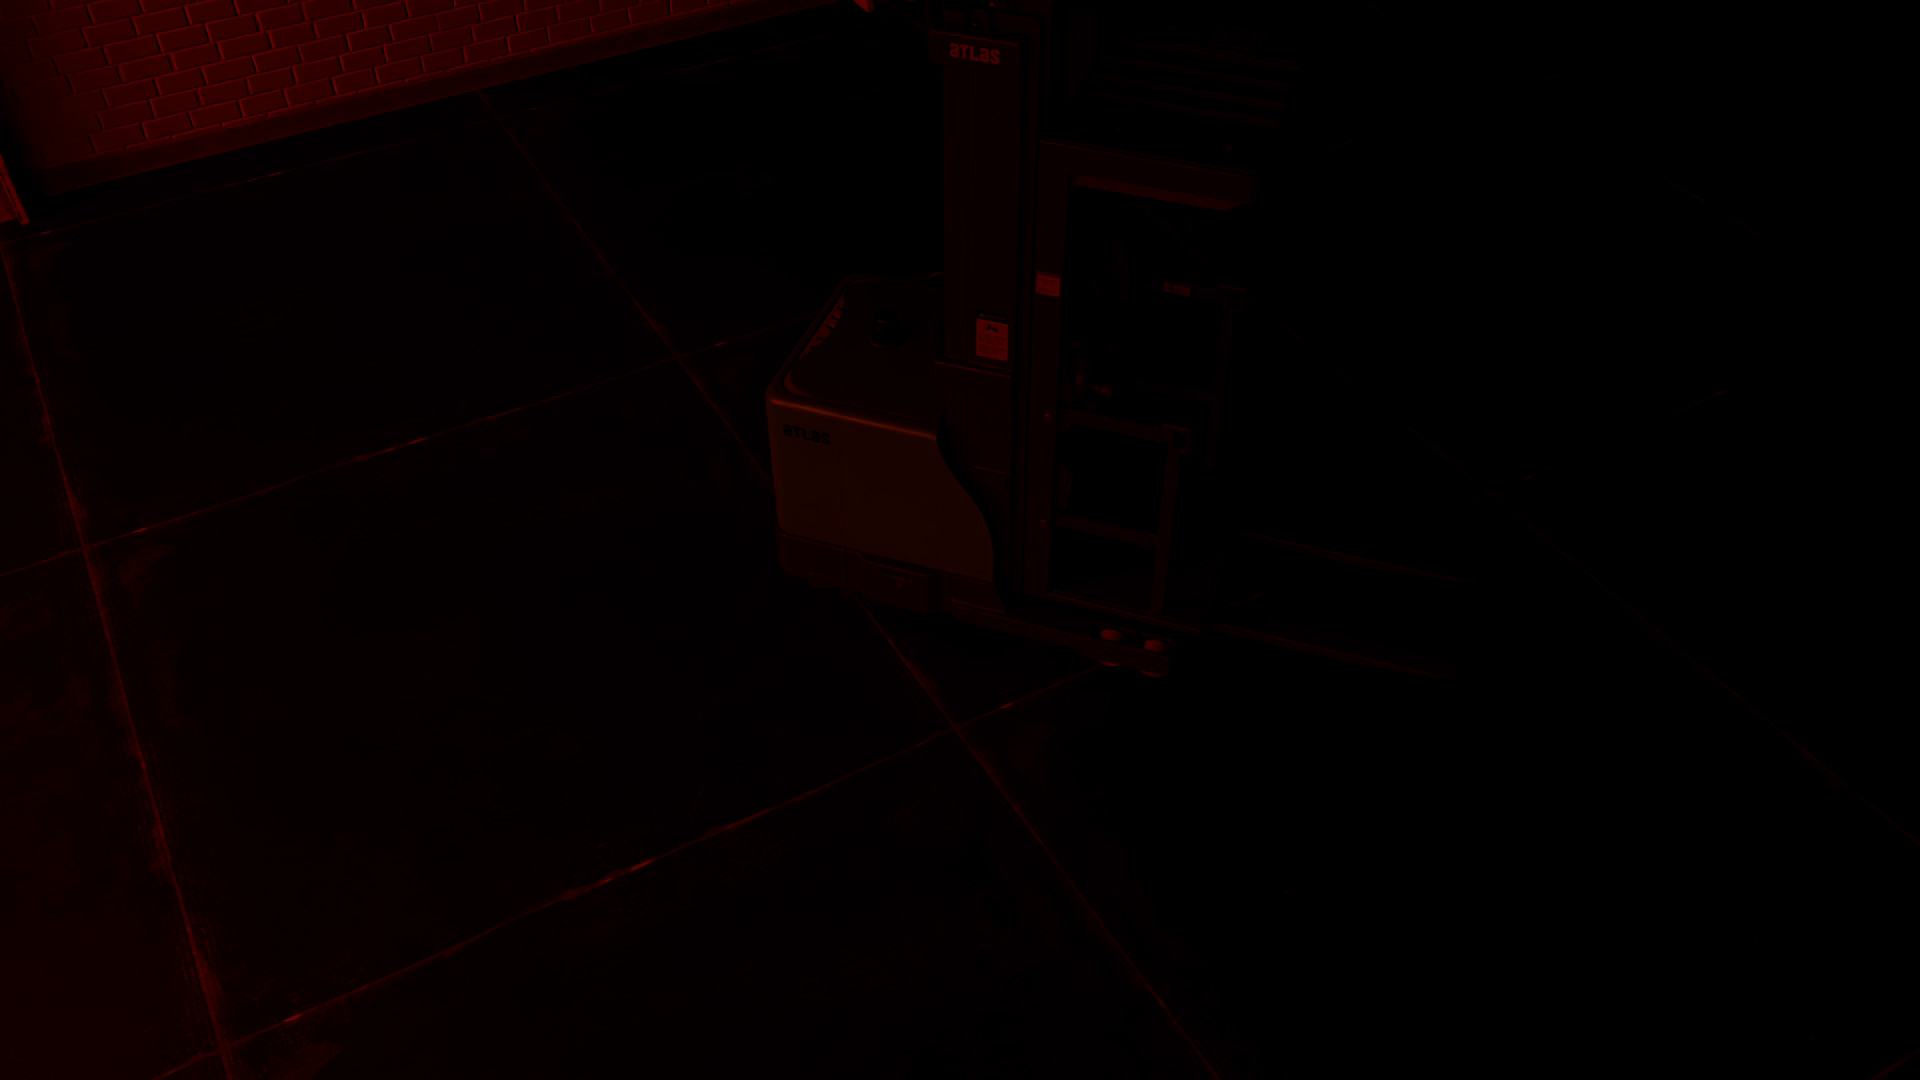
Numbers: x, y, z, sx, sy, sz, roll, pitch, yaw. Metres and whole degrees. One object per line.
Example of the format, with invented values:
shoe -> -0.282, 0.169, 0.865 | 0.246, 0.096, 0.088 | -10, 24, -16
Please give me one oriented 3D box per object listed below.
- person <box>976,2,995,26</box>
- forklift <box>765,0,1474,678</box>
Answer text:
person -> 0.413, -2.560, 9.424 | 0.792, 1.633, 0.640 | 3, 43, 3
forklift -> 0.738, -0.889, 6.657 | 3.031, 2.935, 1.130 | 13, 44, 14
